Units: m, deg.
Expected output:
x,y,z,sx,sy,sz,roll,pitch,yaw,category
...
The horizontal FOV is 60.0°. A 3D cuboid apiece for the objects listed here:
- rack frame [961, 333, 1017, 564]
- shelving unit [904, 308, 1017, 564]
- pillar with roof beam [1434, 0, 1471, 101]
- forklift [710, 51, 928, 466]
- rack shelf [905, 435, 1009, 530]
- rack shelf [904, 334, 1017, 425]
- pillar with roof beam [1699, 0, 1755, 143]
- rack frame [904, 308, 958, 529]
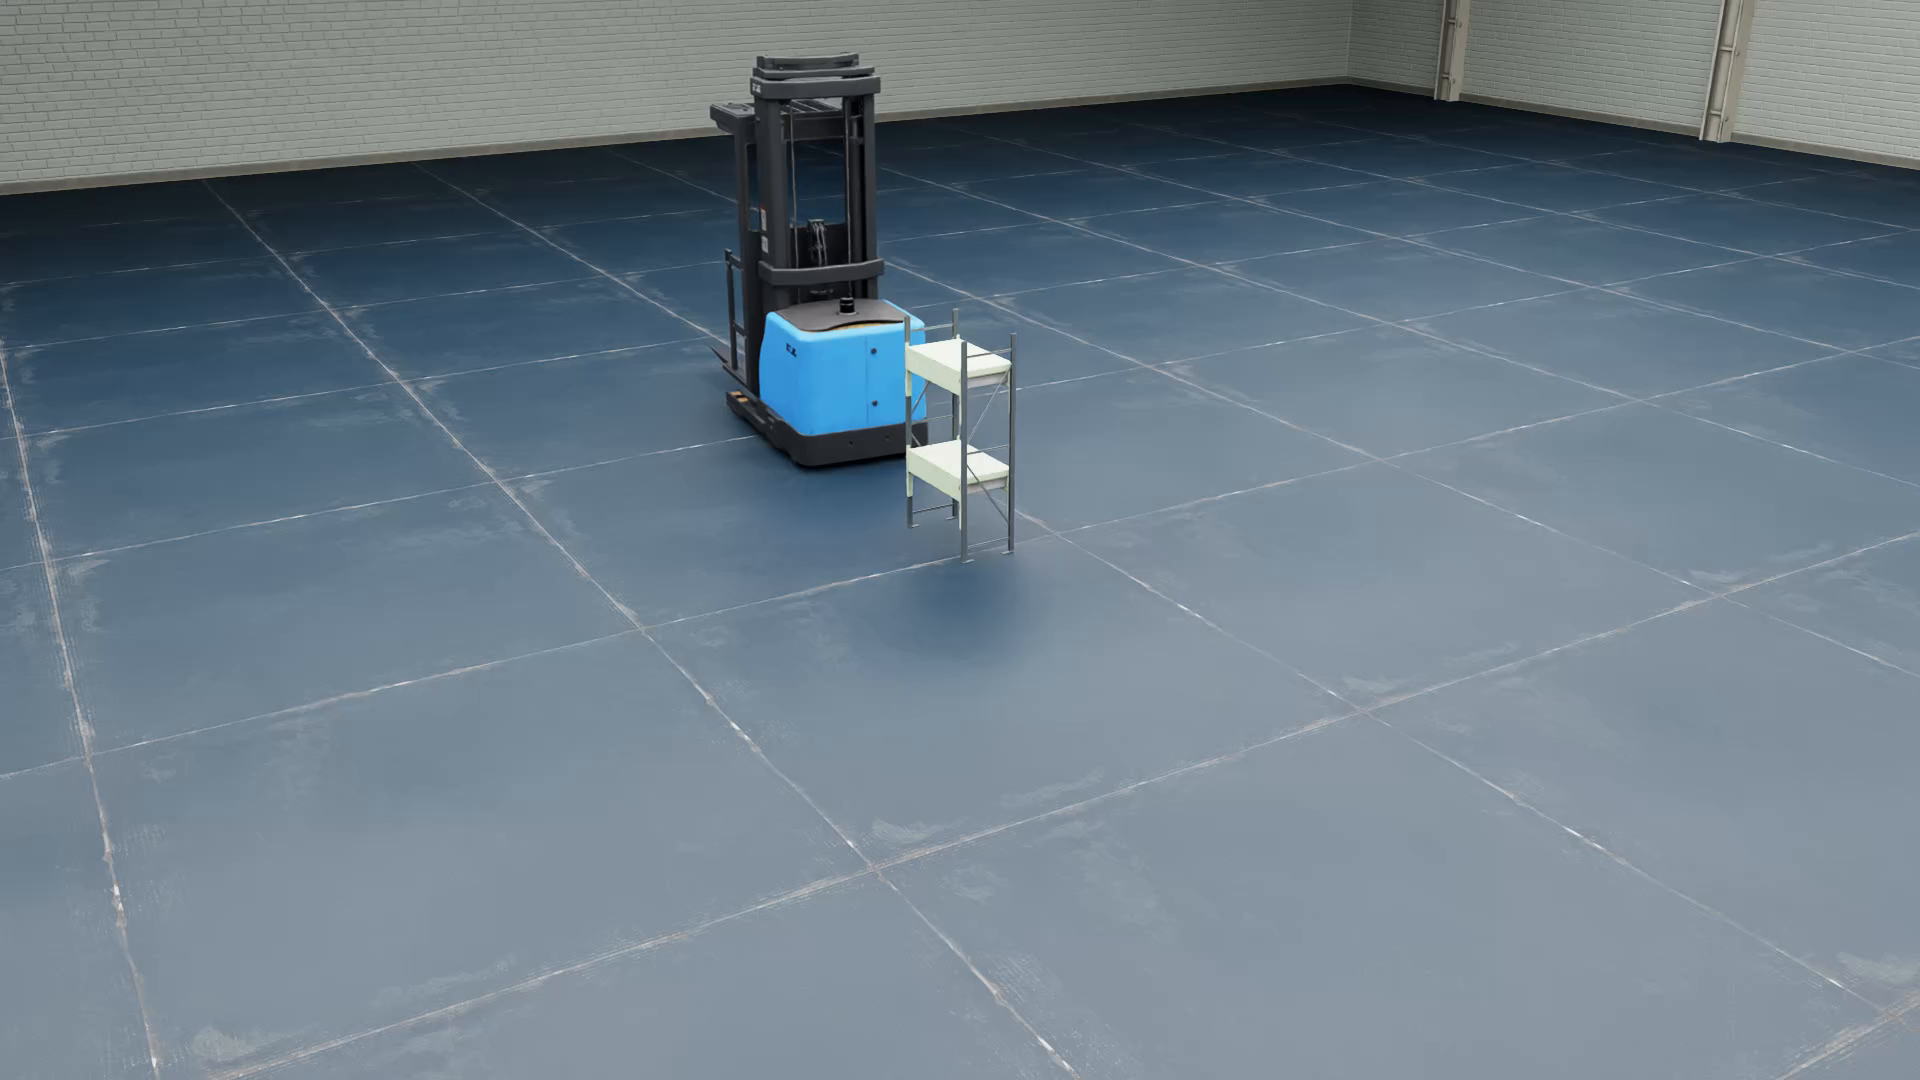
x,y,z,sx,sy,sz,roll,pitch,yaw,category
0.184,-0.578,10.743,0.400,1.500,0.023,-13,25,-28,rack frame
-0.003,-0.697,11.034,0.431,1.500,0.755,-13,25,-28,shelving unit
5.791,-11.927,28.705,9.100,9.000,0.400,-13,25,-28,pillar with roof beam
-1.315,-2.434,13.408,1.130,2.935,3.031,-10,24,-22,forklift
-0.003,-0.395,11.157,0.431,0.370,0.720,-13,25,-28,rack shelf
-0.003,-1.058,10.887,0.431,0.370,0.720,-13,25,-28,rack shelf
8.856,-9.985,23.927,9.100,9.000,0.400,-13,25,-28,pillar with roof beam
-0.190,-0.815,11.326,0.400,1.500,0.023,-13,25,-28,rack frame
